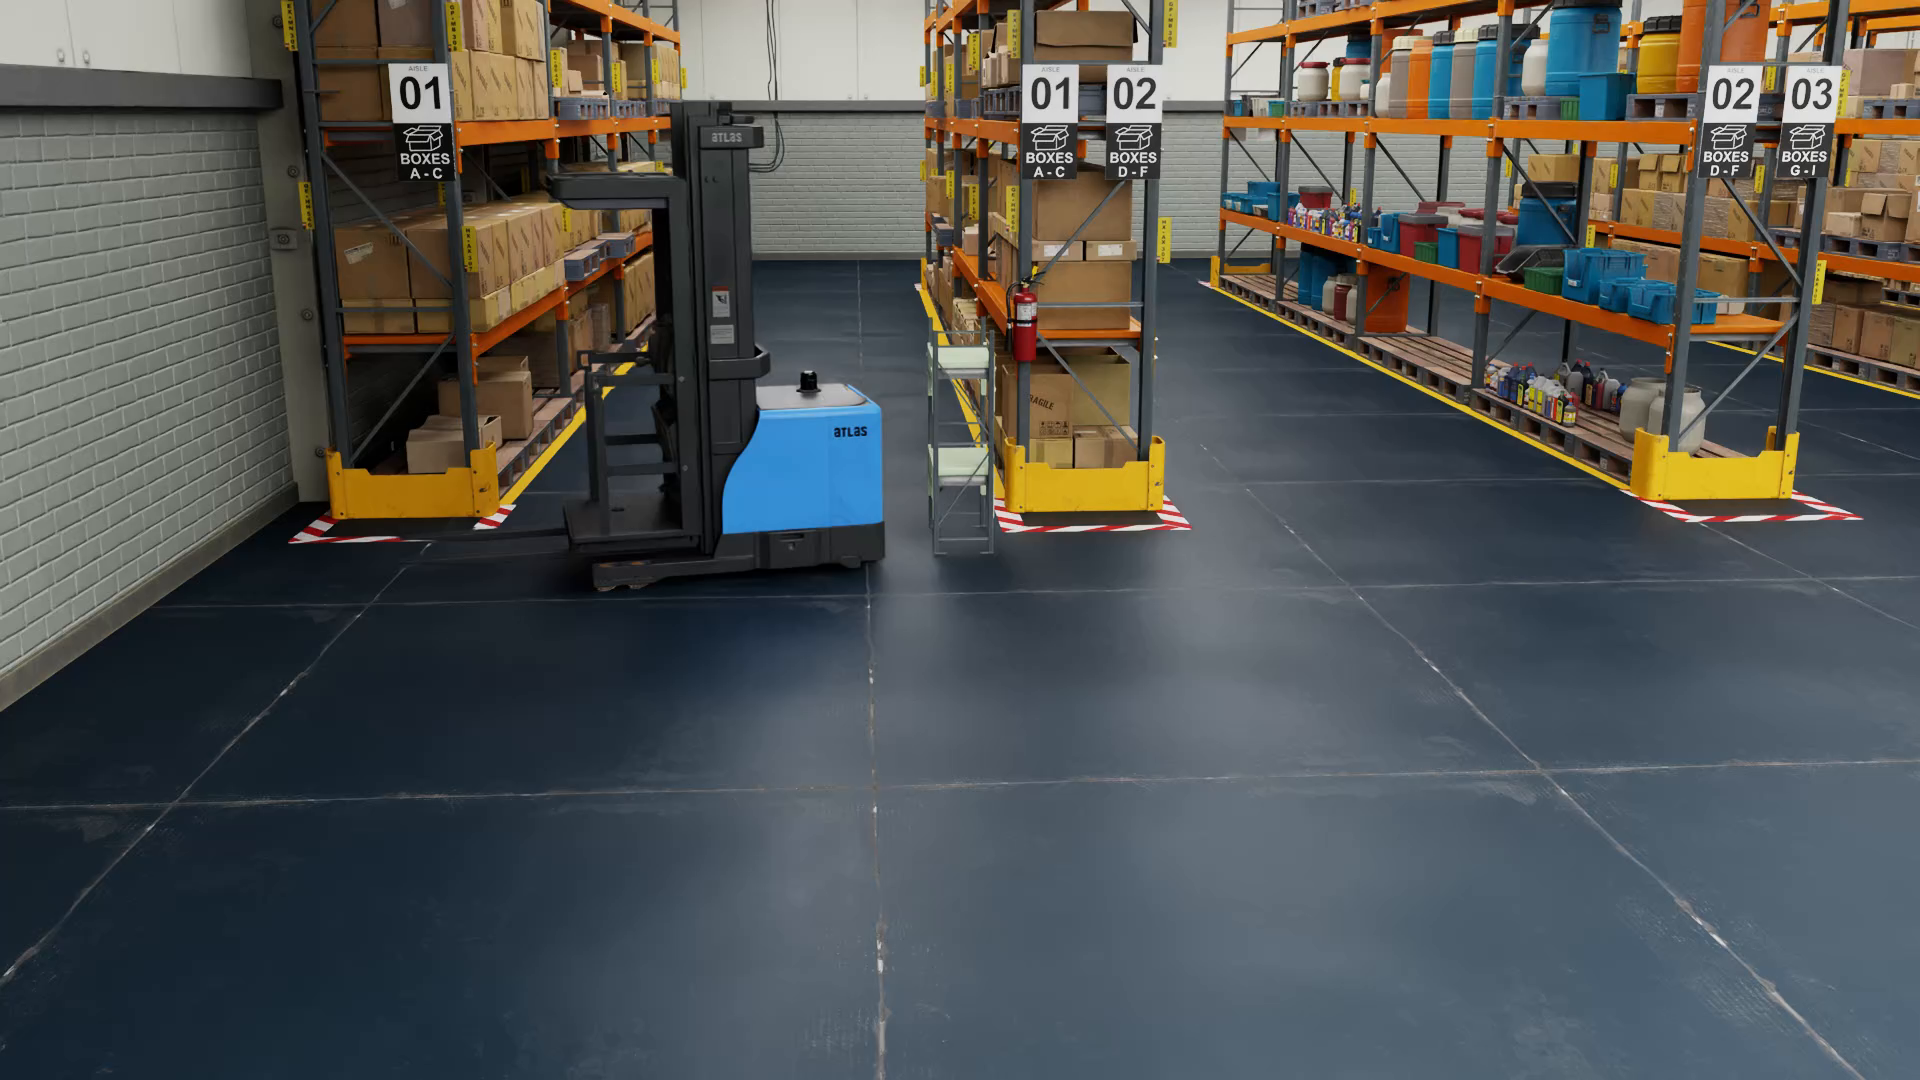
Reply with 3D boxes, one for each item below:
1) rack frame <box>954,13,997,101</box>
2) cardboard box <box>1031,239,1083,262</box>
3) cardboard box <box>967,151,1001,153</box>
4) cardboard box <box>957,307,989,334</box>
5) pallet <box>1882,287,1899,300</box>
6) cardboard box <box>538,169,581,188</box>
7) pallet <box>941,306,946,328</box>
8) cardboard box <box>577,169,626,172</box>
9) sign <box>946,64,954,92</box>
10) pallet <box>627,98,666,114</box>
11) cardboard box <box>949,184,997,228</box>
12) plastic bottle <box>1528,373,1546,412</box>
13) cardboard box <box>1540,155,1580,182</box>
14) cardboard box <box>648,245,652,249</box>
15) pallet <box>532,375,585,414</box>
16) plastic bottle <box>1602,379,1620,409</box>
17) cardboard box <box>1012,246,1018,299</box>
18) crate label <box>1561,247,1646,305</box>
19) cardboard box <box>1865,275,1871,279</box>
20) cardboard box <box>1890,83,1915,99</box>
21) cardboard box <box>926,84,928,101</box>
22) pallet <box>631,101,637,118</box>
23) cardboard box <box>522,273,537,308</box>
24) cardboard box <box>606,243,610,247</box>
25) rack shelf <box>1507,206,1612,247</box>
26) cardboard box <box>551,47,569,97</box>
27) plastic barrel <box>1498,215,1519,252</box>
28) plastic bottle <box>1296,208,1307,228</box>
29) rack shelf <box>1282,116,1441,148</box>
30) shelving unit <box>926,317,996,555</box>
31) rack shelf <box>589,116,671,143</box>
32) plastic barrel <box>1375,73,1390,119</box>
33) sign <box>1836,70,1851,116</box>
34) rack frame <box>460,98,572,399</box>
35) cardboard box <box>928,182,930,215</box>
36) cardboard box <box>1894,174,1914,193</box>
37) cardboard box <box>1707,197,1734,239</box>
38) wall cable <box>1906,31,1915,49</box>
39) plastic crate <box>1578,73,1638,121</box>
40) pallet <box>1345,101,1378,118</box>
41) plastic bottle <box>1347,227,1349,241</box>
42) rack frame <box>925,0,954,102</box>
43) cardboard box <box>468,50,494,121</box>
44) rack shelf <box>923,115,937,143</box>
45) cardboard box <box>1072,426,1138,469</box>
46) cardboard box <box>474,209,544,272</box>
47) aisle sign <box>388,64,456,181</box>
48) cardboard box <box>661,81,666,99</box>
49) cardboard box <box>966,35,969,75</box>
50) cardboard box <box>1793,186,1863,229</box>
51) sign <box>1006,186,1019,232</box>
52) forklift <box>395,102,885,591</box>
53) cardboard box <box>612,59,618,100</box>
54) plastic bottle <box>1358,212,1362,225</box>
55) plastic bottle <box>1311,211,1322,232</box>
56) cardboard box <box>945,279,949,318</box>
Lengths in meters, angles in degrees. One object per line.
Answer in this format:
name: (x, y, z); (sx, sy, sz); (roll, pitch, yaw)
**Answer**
rack frame: (0.430, -6.608, 19.150); (1.000, 3.000, 0.127); (-1, 14, -3)
cardboard box: (0.712, -2.168, 12.430); (0.380, 0.149, 0.250); (-1, 14, -4)
cardboard box: (0.370, -5.608, 25.095); (0.500, 0.500, 0.500); (-1, 14, -5)
cardboard box: (0.239, -2.454, 18.594); (0.500, 0.311, 0.500); (-1, 14, -5)
pallet: (14.871, -4.021, 26.731); (1.003, 0.211, 1.213); (-1, 14, -3)
cardboard box: (-4.801, -4.300, 19.874); (0.500, 0.250, 0.500); (0, 14, -2)
pallet: (0.270, -3.145, 23.328); (1.003, 0.211, 1.213); (-1, 14, -3)
cardboard box: (-4.287, -4.315, 19.934); (0.500, 0.250, 0.500); (-1, 14, -2)
sign: (-0.112, -5.398, 19.429); (0.100, 0.325, 0.005); (-1, 14, -3)
pallet: (-4.802, -6.234, 23.892); (1.003, 0.211, 1.213); (-1, 14, -3)
cardboard box: (0.278, -4.109, 20.435); (0.700, 0.500, 0.500); (-6, 16, -22)
plastic bottle: (5.296, -1.354, 15.202); (0.144, 0.351, 0.185); (-1, 14, -4)
cardboard box: (9.651, -5.902, 26.646); (0.500, 0.500, 0.500); (-1, 14, -5)
cardboard box: (-5.010, -4.526, 25.969); (0.380, 0.149, 0.250); (-1, 14, -3)
pallet: (-4.316, -1.474, 16.831); (1.003, 0.211, 1.213); (-1, 14, -3)
plastic bottle: (5.987, -1.353, 15.349); (0.152, 0.276, 0.135); (-1, 14, -2)
cardboard box: (0.811, -2.263, 14.101); (0.700, 0.500, 0.500); (0, 14, -2)
crate label: (5.486, -2.259, 14.217); (0.502, 0.435, 0.616); (-1, 14, -3)
cardboard box: (14.649, -4.139, 26.473); (0.380, 0.149, 0.250); (-1, 14, -2)
cardboard box: (10.349, -4.868, 18.032); (0.380, 0.166, 0.250); (-1, 14, -5)
cardboard box: (-0.270, -7.058, 26.217); (0.500, 0.250, 0.500); (-1, 14, -3)
pallet: (-4.679, -5.424, 20.947); (1.003, 0.211, 1.213); (0, 14, -1)
cardboard box: (-3.833, -2.081, 13.854); (0.500, 0.250, 0.500); (-1, 14, -3)
cardboard box: (-4.303, -3.599, 19.958); (0.380, 0.149, 0.250); (-1, 14, -4)
rack shelf: (9.946, -4.999, 26.378); (1.077, 0.370, 4.000); (-1, 14, -3)
cardboard box: (-4.297, -4.779, 17.017); (0.500, 0.500, 0.500); (-1, 14, -5)
plastic barrel: (5.781, -3.091, 17.246); (0.433, 0.535, 0.433); (0, 14, 0)
plastic bottle: (4.797, -4.501, 23.249); (0.152, 0.276, 0.135); (-1, 14, -3)
rack shelf: (5.250, -5.380, 21.840); (1.077, 0.370, 4.000); (-1, 14, -3)
shelving unit: (0.000, -0.725, 11.333); (0.431, 1.500, 0.755); (-1, 14, -3)
rack shelf: (-4.886, -6.222, 25.112); (1.077, 0.370, 4.000); (-1, 14, -3)
plastic barrel: (5.087, -5.203, 19.485); (0.421, 0.512, 0.421); (0, 14, 0)
sign: (6.419, -3.253, 12.113); (0.100, 0.325, 0.005); (-1, 14, -3)
rack frame: (-4.266, -2.631, 15.731); (1.000, 3.000, 0.127); (-1, 14, -3)
cardboard box: (-0.236, -5.373, 26.190); (0.500, 0.500, 0.500); (-1, 14, -4)
cardboard box: (14.683, -5.339, 25.458); (0.500, 0.500, 0.500); (-1, 14, -5)
cardboard box: (10.014, -4.146, 21.421); (0.500, 0.500, 0.500); (-1, 14, -4)
wall cable: (19.079, -10.313, 33.550); (0.463, 3.000, 0.029); (-1, 14, -3)
plastic crate: (5.451, -3.703, 13.912); (0.392, 0.384, 0.575); (-1, 14, -3)
pallet: (5.424, -5.331, 20.586); (1.003, 0.211, 1.213); (-1, 14, -3)
plastic bottle: (4.920, -3.862, 20.917); (0.097, 0.201, 0.097); (0, 14, 0)
rack frame: (-0.066, -8.598, 26.883); (1.000, 3.000, 0.127); (-1, 14, -3)
cardboard box: (-3.787, -3.368, 12.335); (0.500, 0.500, 0.500); (0, 14, 0)
rack shelf: (0.058, -6.299, 25.413); (1.077, 0.370, 4.000); (-1, 14, -3)
cardboard box: (1.114, -0.722, 12.987); (0.500, 0.250, 0.500); (-1, 14, -3)
cardboard box: (-3.871, -2.569, 14.245); (0.500, 0.500, 0.500); (-1, 14, -5)
aisle sign: (-3.715, -2.882, 11.489); (0.394, 0.787, 0.004); (-1, 14, -3)
cardboard box: (-4.559, -6.555, 24.221); (0.500, 0.250, 0.500); (-1, 14, -5)
cardboard box: (0.346, -6.050, 20.795); (0.500, 0.500, 0.500); (-1, 14, -3)
cardboard box: (10.391, -3.973, 19.904); (0.500, 0.500, 0.500); (-3, 15, -10)
sign: (0.383, -2.384, 11.972); (0.100, 0.325, 0.005); (-1, 14, -3)
forklift: (-2.062, -1.249, 10.498); (3.031, 2.935, 1.130); (-4, 15, -15)
cardboard box: (-4.751, -5.851, 21.143); (0.700, 0.500, 0.500); (-1, 14, -3)
plastic bottle: (5.426, -4.304, 22.492); (0.097, 0.271, 0.097); (0, 14, 0)
plastic bottle: (4.846, -4.304, 22.484); (0.152, 0.276, 0.135); (-1, 14, -3)
cardboard box: (0.067, -3.193, 22.052); (0.500, 0.500, 0.500); (-1, 14, -6)
